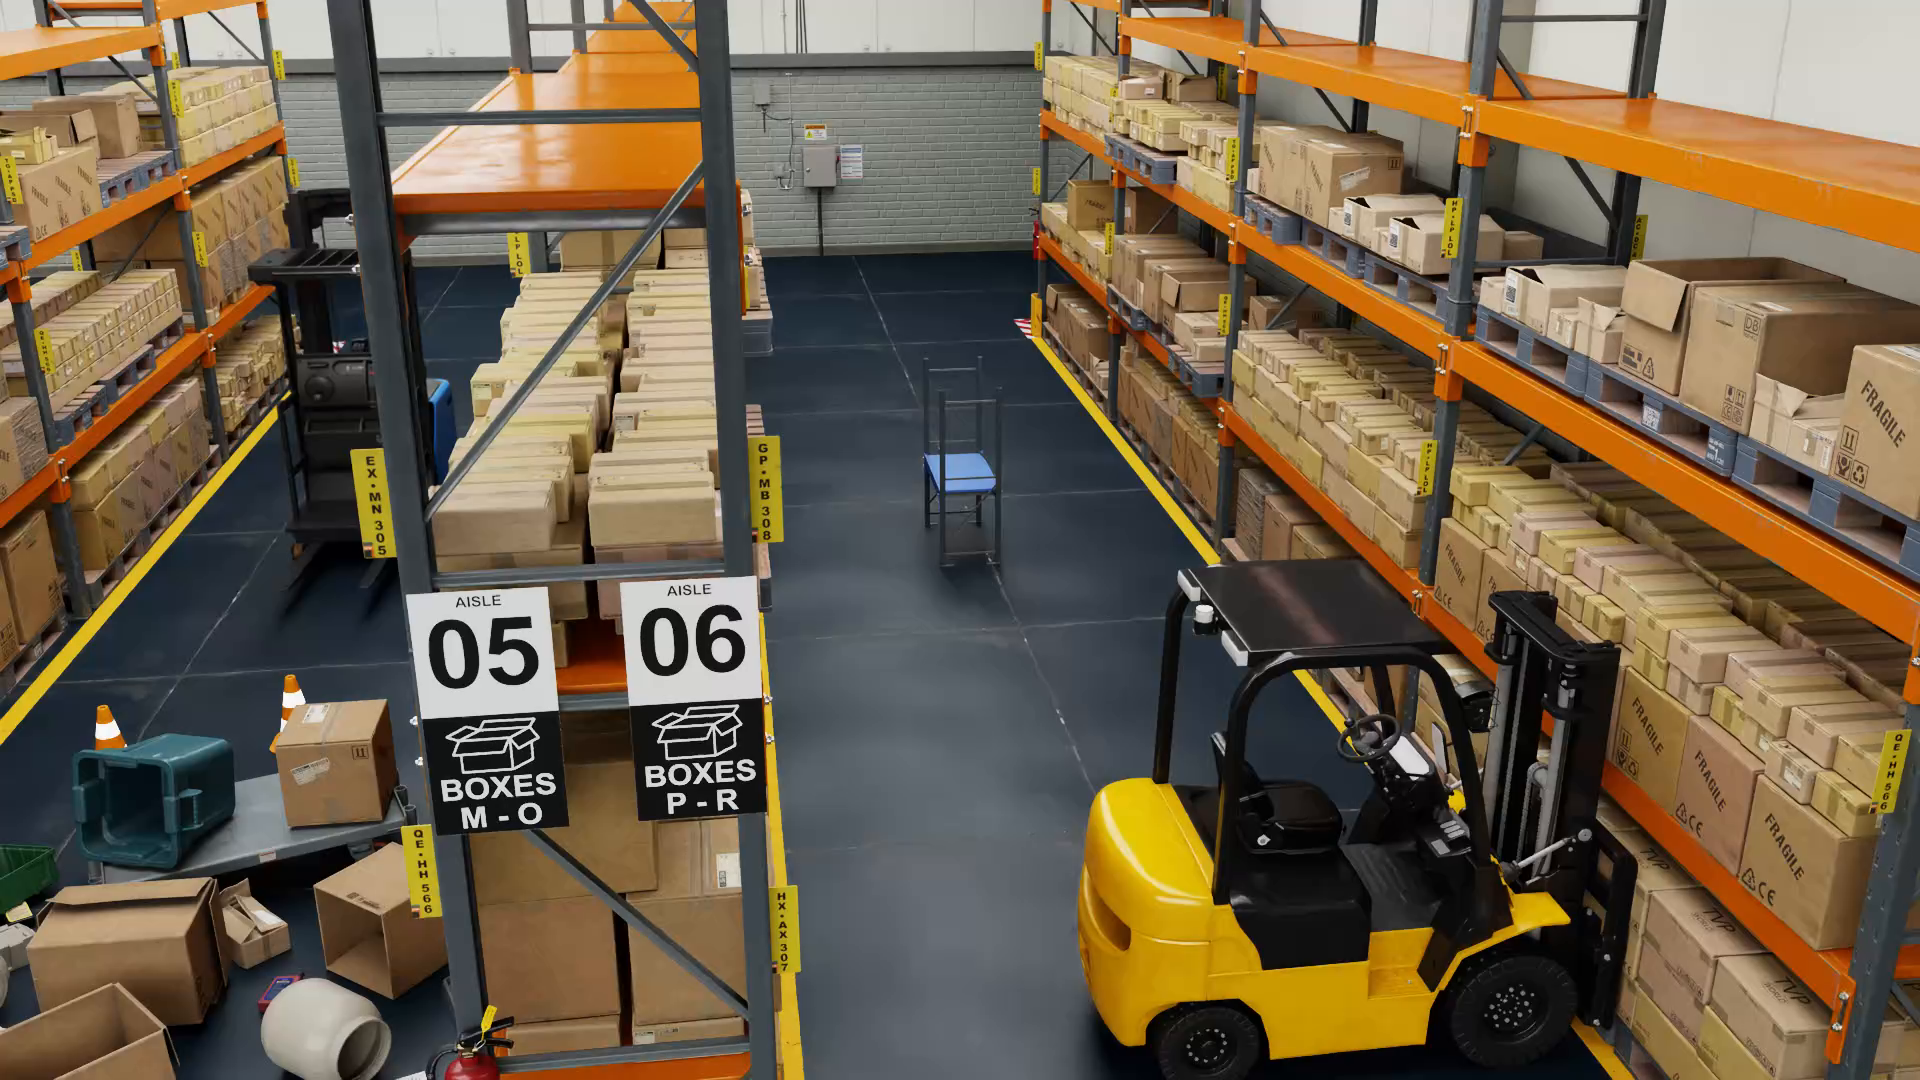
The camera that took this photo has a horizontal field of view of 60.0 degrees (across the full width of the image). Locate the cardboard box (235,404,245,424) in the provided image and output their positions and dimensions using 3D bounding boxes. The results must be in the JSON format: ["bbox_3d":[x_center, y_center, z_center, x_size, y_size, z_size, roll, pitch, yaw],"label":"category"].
[{"bbox_3d":[-7.494,-1.269,16.876,0.380,0.149,0.250,-2,21,-6],"label":"cardboard box"}]

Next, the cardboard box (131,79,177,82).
[{"bbox_3d":[-8.282,-4.652,17.101,0.380,0.149,0.250,-2,21,-6],"label":"cardboard box"}]

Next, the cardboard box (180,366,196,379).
[{"bbox_3d":[-8.110,-1.690,17.151,0.380,0.149,0.250,-2,21,-6],"label":"cardboard box"}]

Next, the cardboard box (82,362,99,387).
[{"bbox_3d":[-7.128,-1.313,13.276,0.380,0.149,0.250,-2,21,-5],"label":"cardboard box"}]

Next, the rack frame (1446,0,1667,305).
[{"bbox_3d":[3.227,-2.751,8.793,1.000,3.000,0.127,-3,21,-8],"label":"rack frame"}]

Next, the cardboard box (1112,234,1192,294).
[{"bbox_3d":[1.922,-2.775,16.689,0.700,0.500,0.500,-2,21,-6],"label":"cardboard box"}]

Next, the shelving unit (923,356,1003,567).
[{"bbox_3d":[0.012,-0.673,13.949,0.538,1.500,1.048,-3,21,-8],"label":"shelving unit"}]

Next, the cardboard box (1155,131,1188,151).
[{"bbox_3d":[1.970,-3.587,14.935,0.380,0.149,0.250,-2,21,-7],"label":"cardboard box"}]

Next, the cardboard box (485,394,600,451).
[{"bbox_3d":[-1.517,-0.421,6.063,0.380,0.149,0.250,-3,21,-8],"label":"cardboard box"}]

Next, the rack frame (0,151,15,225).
[{"bbox_3d":[-7.145,-3.599,11.065,1.000,3.000,0.127,-3,21,-8],"label":"rack frame"}]

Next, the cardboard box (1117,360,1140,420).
[{"bbox_3d":[1.921,-1.557,17.144,0.500,0.500,0.500,-2,21,-5],"label":"cardboard box"}]

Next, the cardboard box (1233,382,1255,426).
[{"bbox_3d":[2.472,-1.089,13.133,0.500,0.250,0.500,-3,21,-8],"label":"cardboard box"}]

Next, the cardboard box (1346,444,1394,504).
[{"bbox_3d":[2.822,-0.439,10.678,0.500,0.250,0.500,-3,21,-9],"label":"cardboard box"}]

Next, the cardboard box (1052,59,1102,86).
[{"bbox_3d":[1.367,-5.460,19.410,0.500,0.250,0.500,-3,21,-8],"label":"cardboard box"}]

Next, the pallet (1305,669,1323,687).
[{"bbox_3d":[2.903,0.690,12.142,1.003,0.211,1.213,-3,21,-8],"label":"pallet"}]

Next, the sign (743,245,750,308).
[{"bbox_3d":[-1.149,-1.366,8.634,0.100,0.325,0.005,-3,21,-8],"label":"sign"}]

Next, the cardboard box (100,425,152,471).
[{"bbox_3d":[-7.137,-0.764,13.950,0.500,0.250,0.500,-3,21,-7],"label":"cardboard box"}]

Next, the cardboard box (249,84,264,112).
[{"bbox_3d":[-7.905,-4.804,18.079,0.500,0.250,0.500,-3,21,-9],"label":"cardboard box"}]

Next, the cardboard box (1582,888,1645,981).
[{"bbox_3d":[3.267,1.797,7.806,0.500,0.250,0.500,-3,21,-9],"label":"cardboard box"}]

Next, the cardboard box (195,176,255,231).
[{"bbox_3d":[-7.750,-3.529,17.456,0.500,0.500,0.500,-4,21,-10],"label":"cardboard box"}]

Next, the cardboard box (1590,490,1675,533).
[{"bbox_3d":[3.618,-0.155,8.923,0.380,0.149,0.250,-3,21,-8],"label":"cardboard box"}]

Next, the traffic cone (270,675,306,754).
[{"bbox_3d":[-4.280,1.091,10.707,0.336,0.463,0.334,-3,21,-8],"label":"traffic cone"}]

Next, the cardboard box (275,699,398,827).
[{"bbox_3d":[-3.442,1.228,9.206,0.500,0.500,0.500,-3,21,-8],"label":"cardboard box"}]

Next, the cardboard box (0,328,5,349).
[{"bbox_3d":[-7.783,-1.563,13.097,0.380,0.149,0.250,-2,21,-6],"label":"cardboard box"}]

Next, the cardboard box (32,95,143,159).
[{"bbox_3d":[-7.776,-3.686,14.841,0.700,0.500,0.500,-3,21,-8],"label":"cardboard box"}]

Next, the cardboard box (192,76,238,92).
[{"bbox_3d":[-7.806,-4.769,17.415,0.380,0.149,0.250,-2,21,-7],"label":"cardboard box"}]

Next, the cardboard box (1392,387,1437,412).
[{"bbox_3d":[3.215,-0.954,11.486,0.380,0.149,0.250,-3,21,-7],"label":"cardboard box"}]

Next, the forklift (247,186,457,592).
[{"bbox_3d":[-5.000,-1.314,13.619,1.130,2.935,3.031,-2,21,-5],"label":"forklift"}]

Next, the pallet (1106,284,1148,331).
[{"bbox_3d":[2.081,-2.338,16.537,1.003,0.211,1.213,-3,21,-8],"label":"pallet"}]

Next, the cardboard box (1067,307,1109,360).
[{"bbox_3d":[1.553,-2.418,19.450,0.500,0.500,0.500,-3,21,-7],"label":"cardboard box"}]

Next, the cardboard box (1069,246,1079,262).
[{"bbox_3d":[1.468,-3.311,19.227,0.380,0.149,0.250,-2,21,-7],"label":"cardboard box"}]

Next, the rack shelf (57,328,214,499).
[{"bbox_3d":[-7.433,-1.144,14.095,1.077,0.370,4.000,-3,21,-8],"label":"rack shelf"}]

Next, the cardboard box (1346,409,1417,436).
[{"bbox_3d":[2.775,-0.752,10.947,0.380,0.149,0.250,-3,21,-9],"label":"cardboard box"}]

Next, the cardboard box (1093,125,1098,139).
[{"bbox_3d":[1.636,-4.371,17.777,0.380,0.149,0.250,-3,21,-8],"label":"cardboard box"}]

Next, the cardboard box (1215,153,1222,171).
[{"bbox_3d":[2.330,-3.140,13.769,0.380,0.149,0.250,-2,21,-7],"label":"cardboard box"}]

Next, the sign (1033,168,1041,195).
[{"bbox_3d":[0.960,-4.473,20.742,0.100,0.325,0.005,-3,21,-8],"label":"sign"}]

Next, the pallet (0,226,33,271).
[{"bbox_3d":[-7.000,-1.885,11.034,1.213,0.211,1.003,-2,21,-5],"label":"pallet"}]

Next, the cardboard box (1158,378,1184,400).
[{"bbox_3d":[2.112,-1.453,15.939,0.380,0.149,0.250,-2,21,-6],"label":"cardboard box"}]

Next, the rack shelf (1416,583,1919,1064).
[{"bbox_3d":[3.515,1.089,8.115,1.077,0.370,4.000,-3,21,-8],"label":"rack shelf"}]

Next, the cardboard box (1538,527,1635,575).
[{"bbox_3d":[3.151,0.052,8.369,0.380,0.149,0.250,-3,21,-9],"label":"cardboard box"}]

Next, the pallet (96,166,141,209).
[{"bbox_3d":[-7.585,-2.913,13.783,1.213,0.211,1.003,-3,21,-8],"label":"pallet"}]

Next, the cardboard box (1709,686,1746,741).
[{"bbox_3d":[3.409,0.722,7.000,0.380,0.149,0.250,-3,21,-8],"label":"cardboard box"}]

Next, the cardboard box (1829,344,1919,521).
[{"bbox_3d":[3.498,-0.392,5.879,0.500,0.500,0.500,-2,21,-6],"label":"cardboard box"}]

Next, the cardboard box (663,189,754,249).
[{"bbox_3d":[-1.454,-1.849,9.566,0.500,0.250,0.500,-3,21,-9],"label":"cardboard box"}]

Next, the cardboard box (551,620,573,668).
[{"bbox_3d":[-1.436,0.300,5.273,0.380,0.149,0.250,-3,21,-8],"label":"cardboard box"}]

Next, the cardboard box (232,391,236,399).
[{"bbox_3d":[-7.653,-1.482,17.019,0.380,0.149,0.250,-3,21,-8],"label":"cardboard box"}]

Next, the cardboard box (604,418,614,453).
[{"bbox_3d":[-1.079,-0.318,6.357,0.500,0.250,0.500,-2,21,-6],"label":"cardboard box"}]

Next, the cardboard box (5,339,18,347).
[{"bbox_3d":[-7.817,-1.511,13.384,0.380,0.149,0.250,-3,21,-8],"label":"cardboard box"}]

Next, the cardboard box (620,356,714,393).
[{"bbox_3d":[-1.146,-0.626,6.613,0.380,0.149,0.250,-2,21,-7],"label":"cardboard box"}]

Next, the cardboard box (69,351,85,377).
[{"bbox_3d":[-7.099,-1.371,13.007,0.380,0.149,0.250,-4,21,-9],"label":"cardboard box"}]

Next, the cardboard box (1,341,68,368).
[{"bbox_3d":[-7.061,-1.409,12.685,0.380,0.149,0.250,-3,21,-9],"label":"cardboard box"}]

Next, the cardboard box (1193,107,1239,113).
[{"bbox_3d":[2.377,-3.925,15.417,0.380,0.149,0.250,-4,21,-9],"label":"cardboard box"}]

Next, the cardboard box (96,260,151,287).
[{"bbox_3d":[-8.071,-2.513,16.164,0.500,0.500,0.500,-3,21,-8],"label":"cardboard box"}]

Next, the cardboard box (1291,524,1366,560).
[{"bbox_3d":[2.926,0.266,12.084,0.875,0.625,0.625,-4,21,-10],"label":"cardboard box"}]

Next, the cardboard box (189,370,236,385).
[{"bbox_3d":[-7.632,-1.627,16.983,0.380,0.149,0.250,-3,21,-9],"label":"cardboard box"}]

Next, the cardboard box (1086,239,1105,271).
[{"bbox_3d":[1.672,-3.116,18.135,0.500,0.250,0.500,-3,21,-8],"label":"cardboard box"}]

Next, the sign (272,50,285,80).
[{"bbox_3d":[-7.746,-5.400,18.908,0.100,0.325,0.005,-3,21,-8],"label":"sign"}]

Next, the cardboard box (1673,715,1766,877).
[{"bbox_3d":[3.407,1.061,7.020,0.500,0.500,0.500,-2,21,-6],"label":"cardboard box"}]

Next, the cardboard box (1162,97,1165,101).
[{"bbox_3d":[2.284,-4.604,17.118,0.500,0.250,0.500,-3,21,-8],"label":"cardboard box"}]
